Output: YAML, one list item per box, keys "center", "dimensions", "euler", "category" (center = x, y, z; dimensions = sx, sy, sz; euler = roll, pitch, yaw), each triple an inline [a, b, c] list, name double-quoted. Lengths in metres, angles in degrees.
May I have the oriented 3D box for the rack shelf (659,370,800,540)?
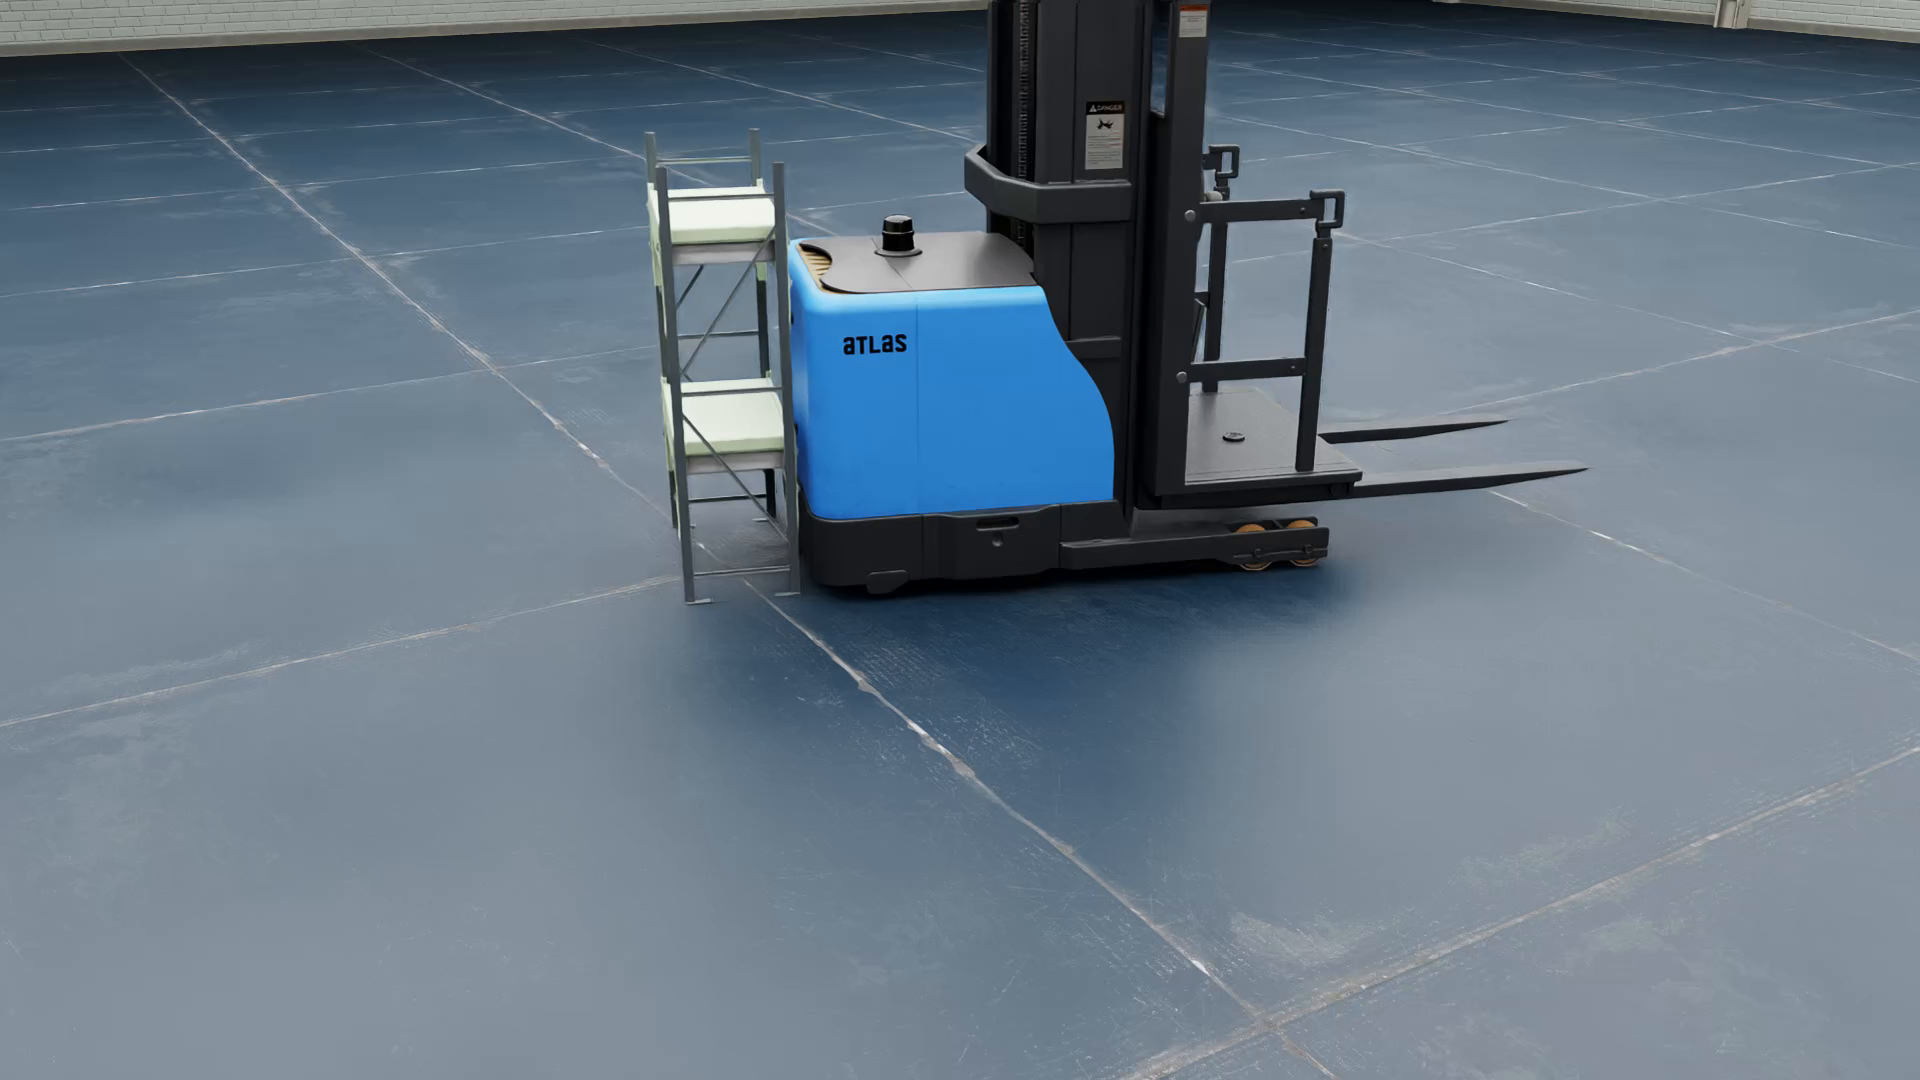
- center: [-0.835, -0.320, 5.973]
  dimensions: [0.431, 0.370, 0.720]
  euler: [-5, 23, -12]
  category: "rack shelf"

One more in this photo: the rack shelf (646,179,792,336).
- center: [-0.835, -0.984, 5.703]
  dimensions: [0.431, 0.370, 0.720]
  euler: [-5, 23, -12]
  category: "rack shelf"

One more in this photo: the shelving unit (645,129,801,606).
- center: [-0.835, -0.622, 5.850]
  dimensions: [0.431, 1.500, 0.755]
  euler: [-5, 23, -12]
  category: "shelving unit"

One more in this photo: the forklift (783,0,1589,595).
- center: [0.874, -1.435, 5.948]
  dimensions: [3.031, 2.935, 1.130]
  euler: [-5, 23, -11]
  category: "forklift"

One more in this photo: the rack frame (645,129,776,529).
- center: [-0.914, -0.757, 6.181]
  dimensions: [0.400, 1.500, 0.023]
  euler: [-5, 23, -12]
  category: "rack frame"

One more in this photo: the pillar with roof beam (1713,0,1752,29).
- center: [8.397, -11.390, 22.383]
  dimensions: [9.100, 9.000, 0.400]
  euler: [-13, 25, -28]
  category: "pillar with roof beam"

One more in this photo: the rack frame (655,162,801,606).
- center: [-0.756, -0.488, 5.519]
  dimensions: [0.400, 1.500, 0.023]
  euler: [-5, 23, -12]
  category: "rack frame"

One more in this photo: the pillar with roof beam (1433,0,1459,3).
- center: [5.332, -13.332, 27.162]
  dimensions: [9.100, 9.000, 0.400]
  euler: [-13, 25, -28]
  category: "pillar with roof beam"
